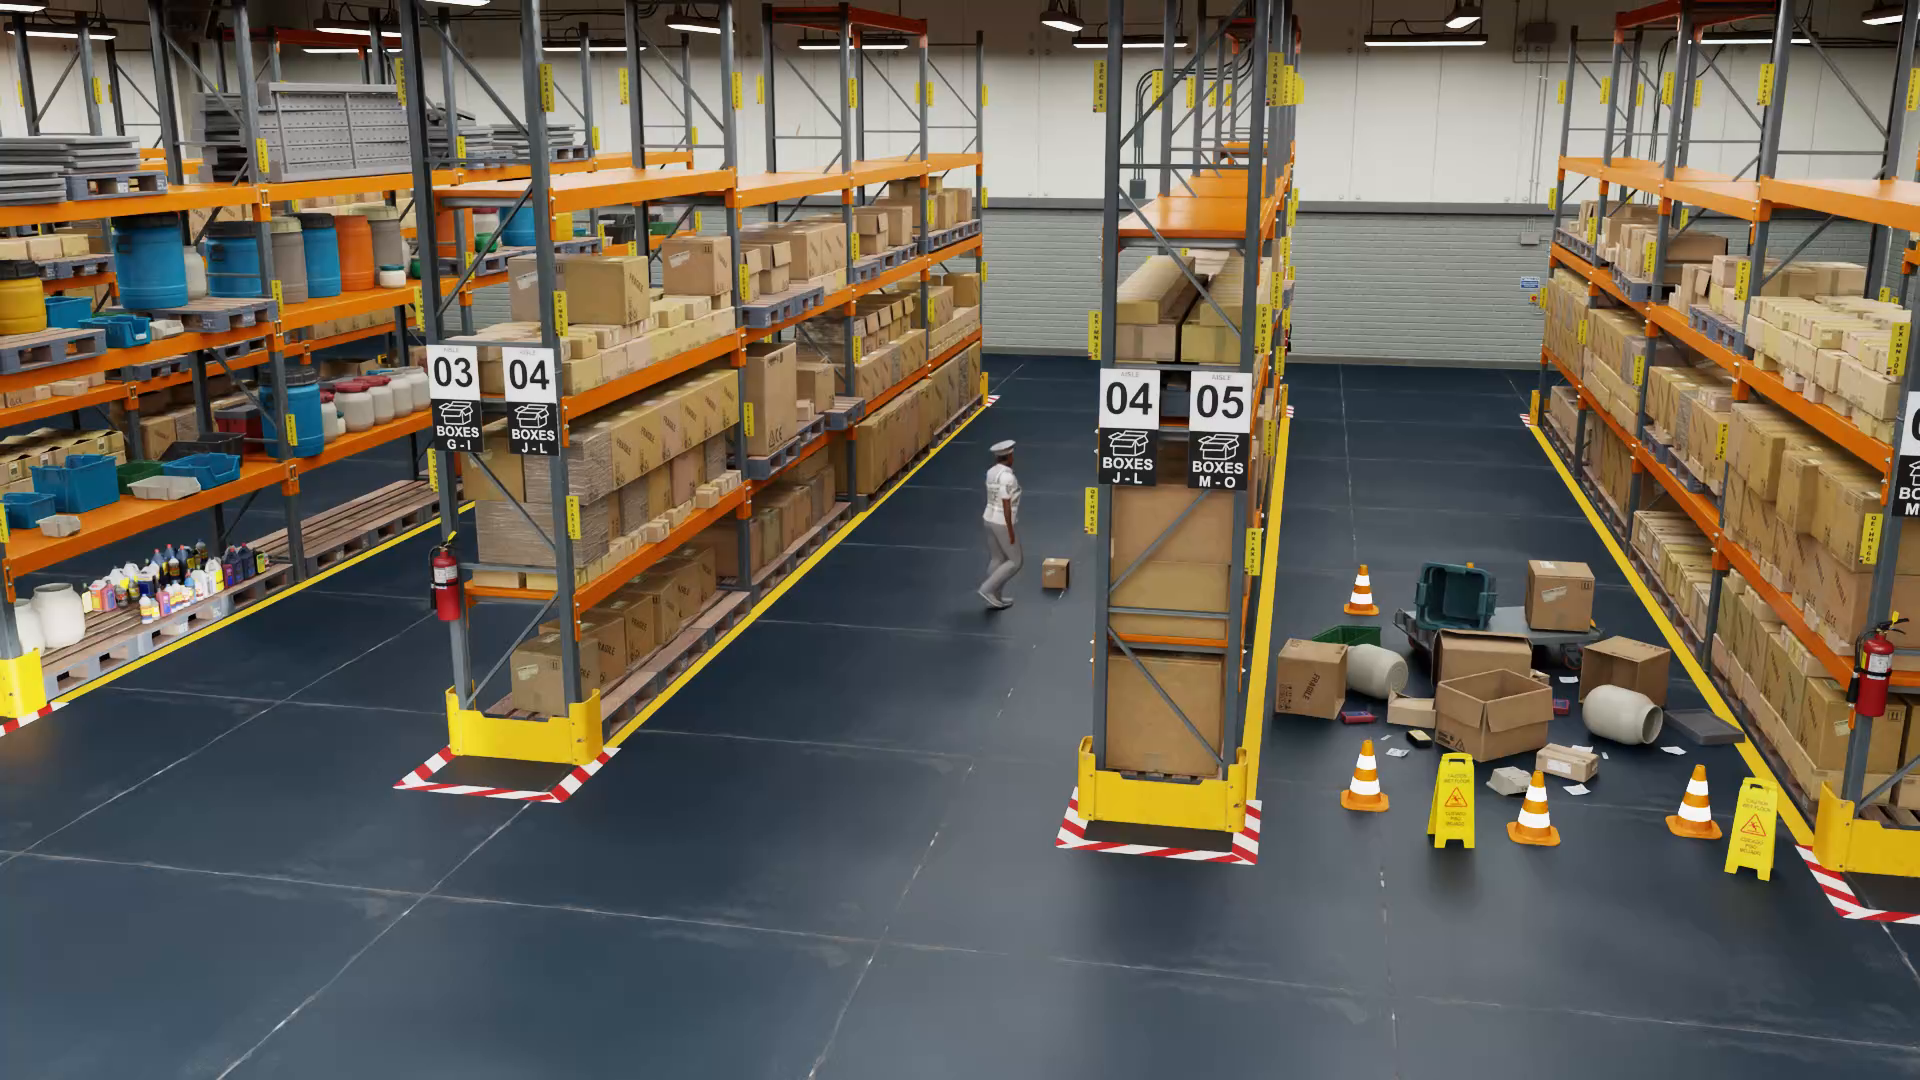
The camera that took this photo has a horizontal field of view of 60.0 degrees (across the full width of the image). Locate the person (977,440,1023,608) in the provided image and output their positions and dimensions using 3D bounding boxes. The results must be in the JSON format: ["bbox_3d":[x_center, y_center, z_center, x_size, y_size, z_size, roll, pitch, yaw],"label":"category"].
[{"bbox_3d":[0.362,-0.129,16.449,0.496,1.665,0.534,-6,16,-21],"label":"person"}]
